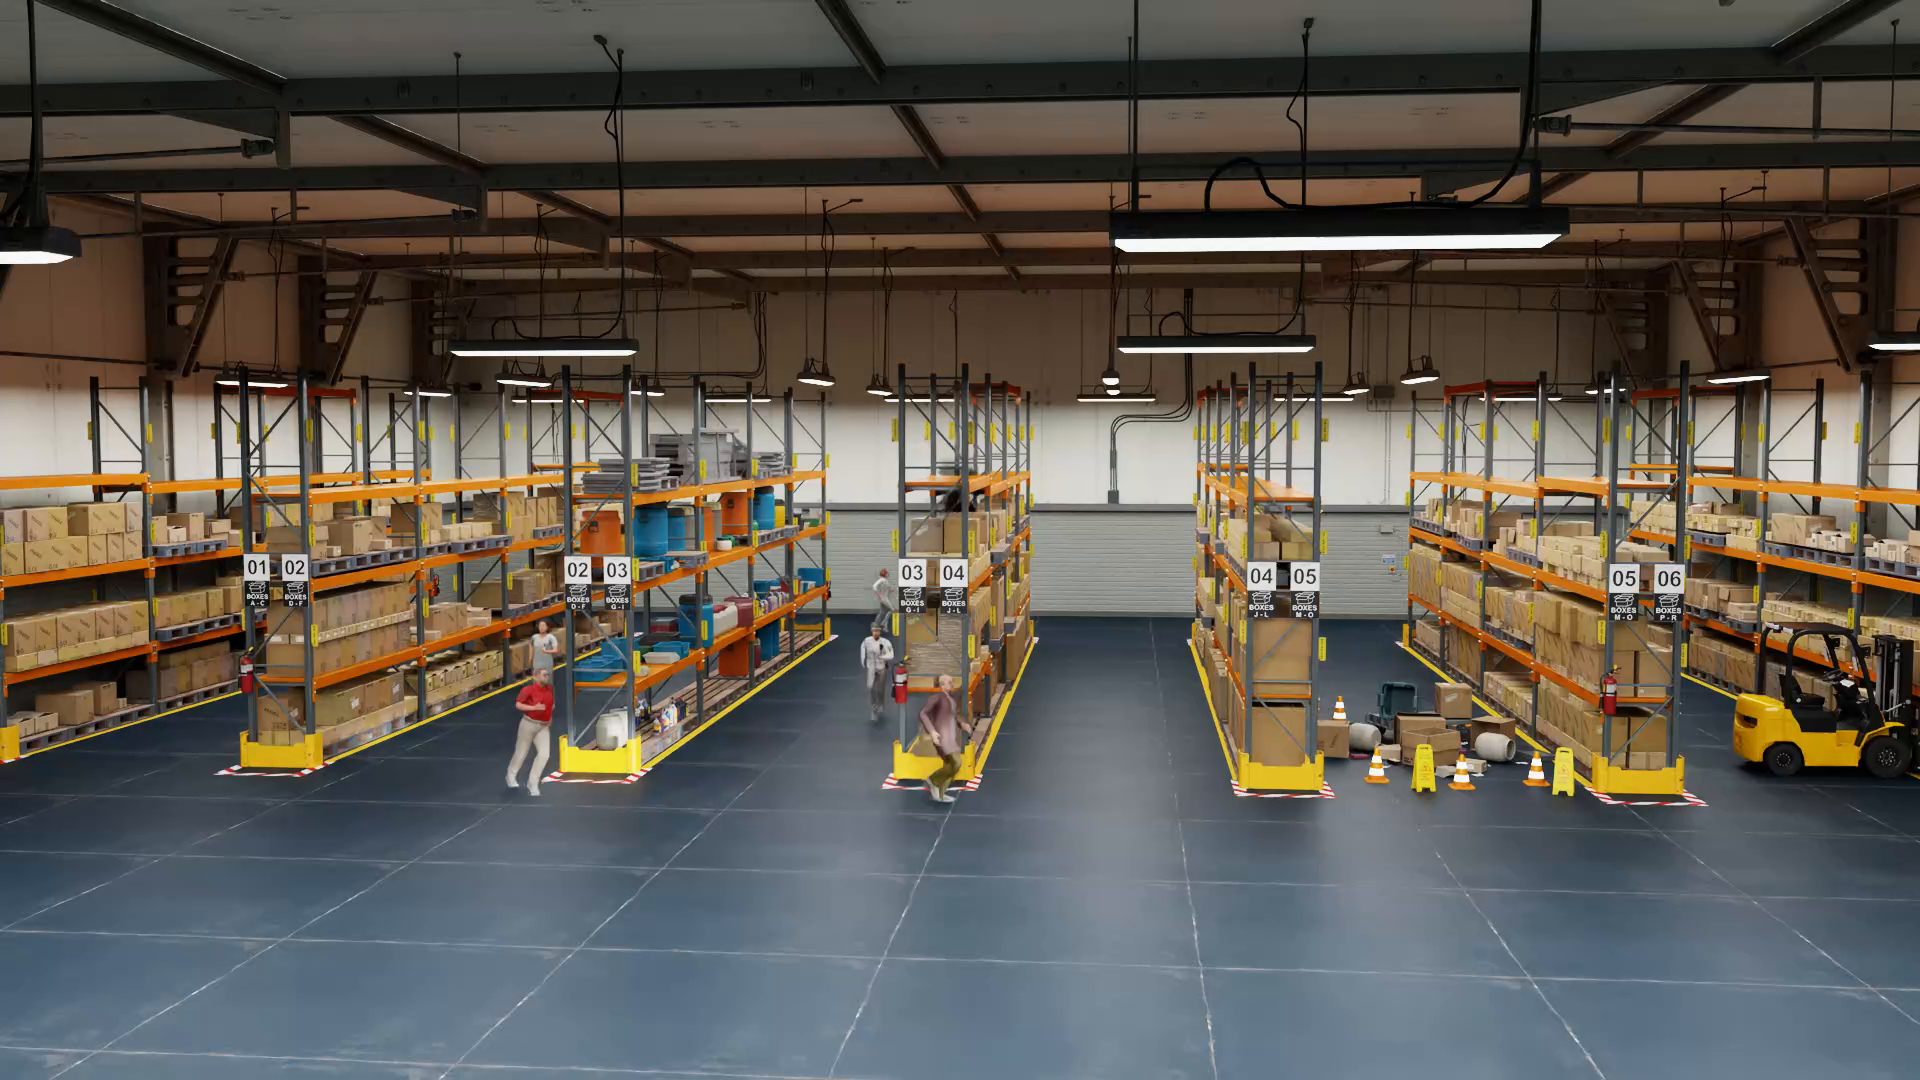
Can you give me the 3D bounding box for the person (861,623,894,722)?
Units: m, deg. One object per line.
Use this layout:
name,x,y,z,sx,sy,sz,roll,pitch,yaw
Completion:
person,-1.449,2.295,29.199,0.636,1.727,0.828,1,4,8

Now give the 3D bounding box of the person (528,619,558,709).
person,-7.396,2.244,29.519,0.554,1.681,0.908,0,4,-2

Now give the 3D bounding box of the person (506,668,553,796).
person,-5.945,2.671,23.317,0.680,1.762,0.760,-3,5,-41

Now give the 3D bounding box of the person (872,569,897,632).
person,-1.896,1.532,41.758,0.638,1.572,0.517,0,4,5

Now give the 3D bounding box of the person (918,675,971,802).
person,-0.159,2.696,22.523,0.574,1.741,0.724,2,4,29
